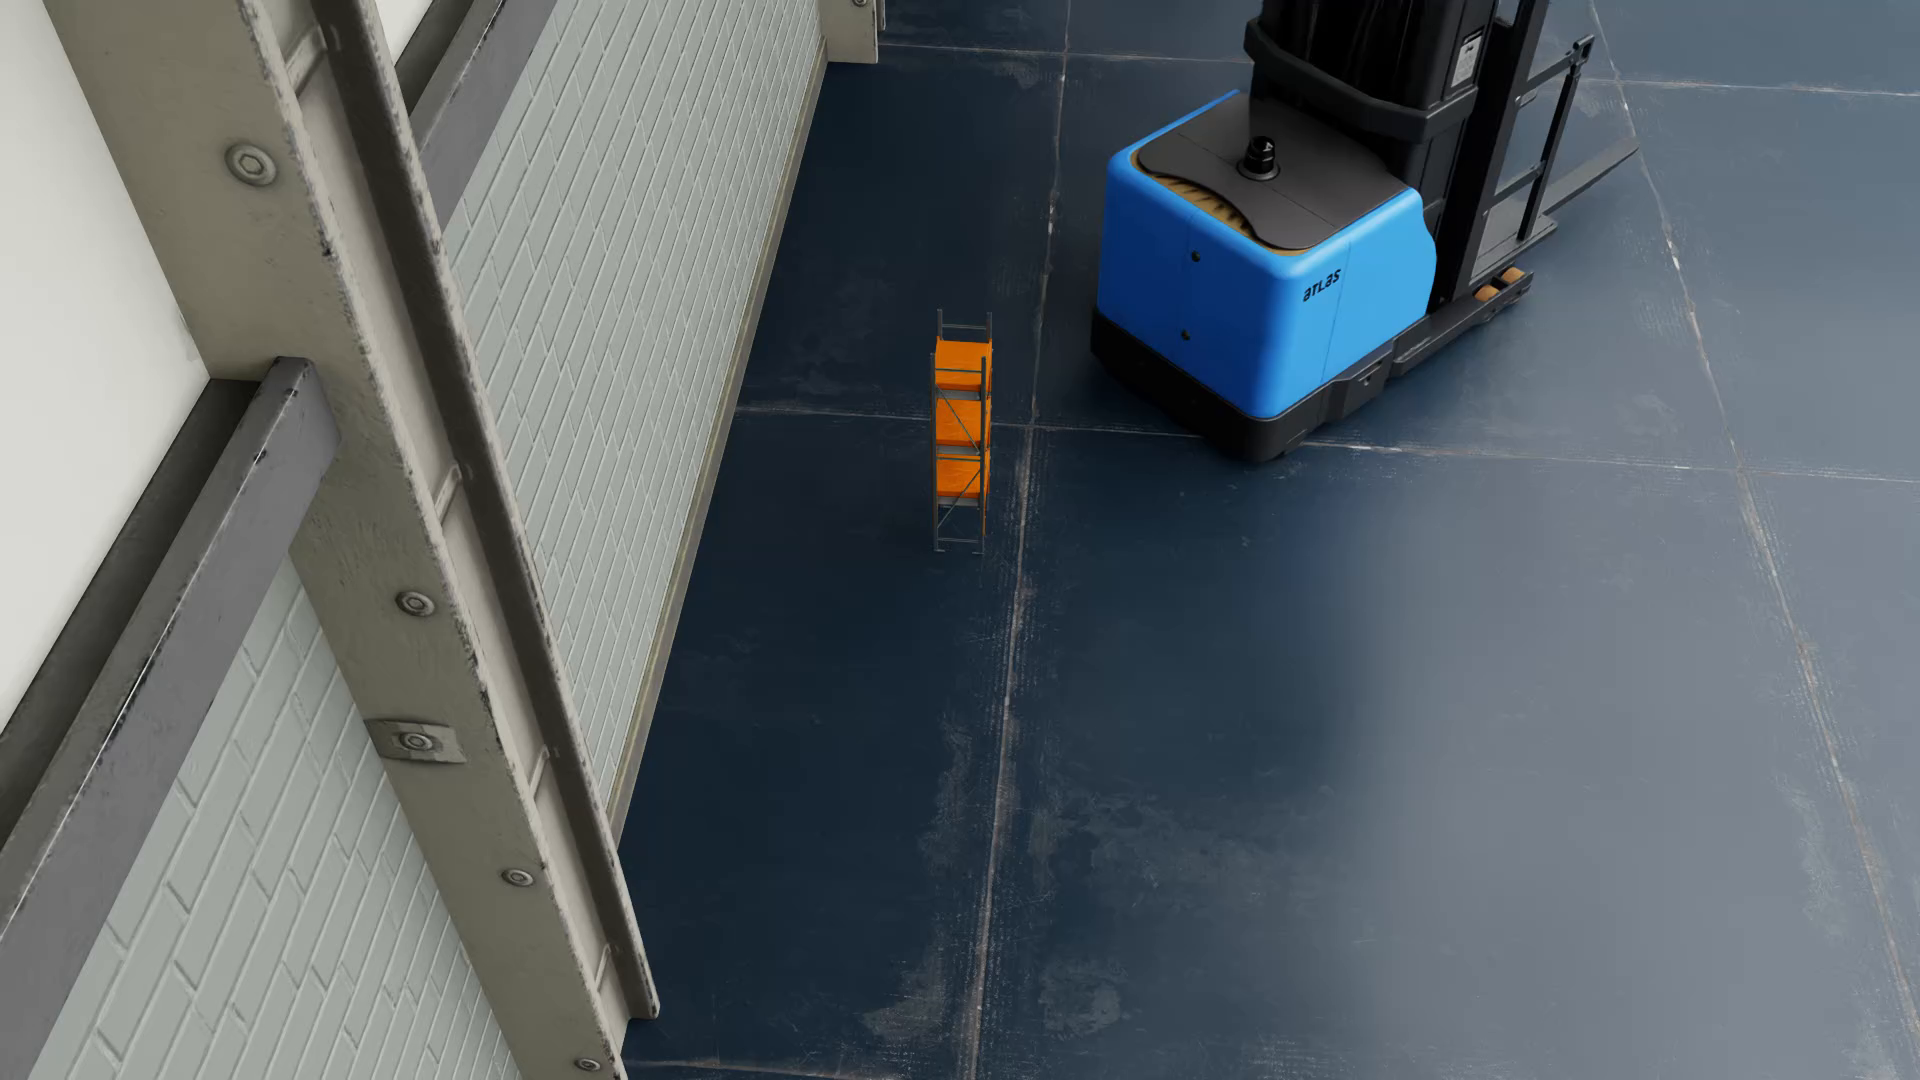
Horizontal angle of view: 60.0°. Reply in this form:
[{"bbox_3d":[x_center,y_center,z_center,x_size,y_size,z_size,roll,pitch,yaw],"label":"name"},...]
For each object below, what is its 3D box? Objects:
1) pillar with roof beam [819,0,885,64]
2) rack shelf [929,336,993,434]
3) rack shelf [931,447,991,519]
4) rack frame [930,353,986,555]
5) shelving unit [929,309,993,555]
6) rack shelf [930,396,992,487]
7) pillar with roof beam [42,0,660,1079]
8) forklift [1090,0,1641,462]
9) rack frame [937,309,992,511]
[{"bbox_3d":[3.693,-5.525,5.705,9.100,9.000,0.400,4,48,4],"label":"pillar with roof beam"},{"bbox_3d":[0.005,-0.578,6.197,0.215,0.259,0.240,4,48,4],"label":"rack shelf"},{"bbox_3d":[0.005,-0.199,6.611,0.215,0.259,0.240,4,48,4],"label":"rack shelf"},{"bbox_3d":[-0.006,-0.304,6.317,0.200,1.050,0.008,4,48,4],"label":"rack frame"},{"bbox_3d":[0.005,-0.394,6.399,0.215,1.050,0.252,4,48,4],"label":"shelving unit"},{"bbox_3d":[0.005,-0.386,6.406,0.215,0.259,0.240,4,48,4],"label":"rack shelf"},{"bbox_3d":[3.146,-1.116,1.672,9.100,9.000,0.400,4,48,4],"label":"pillar with roof beam"},{"bbox_3d":[2.022,-2.259,6.830,3.031,2.935,1.130,-33,55,-26],"label":"forklift"},{"bbox_3d":[0.016,-0.483,6.481,0.200,1.050,0.008,4,48,4],"label":"rack frame"}]
